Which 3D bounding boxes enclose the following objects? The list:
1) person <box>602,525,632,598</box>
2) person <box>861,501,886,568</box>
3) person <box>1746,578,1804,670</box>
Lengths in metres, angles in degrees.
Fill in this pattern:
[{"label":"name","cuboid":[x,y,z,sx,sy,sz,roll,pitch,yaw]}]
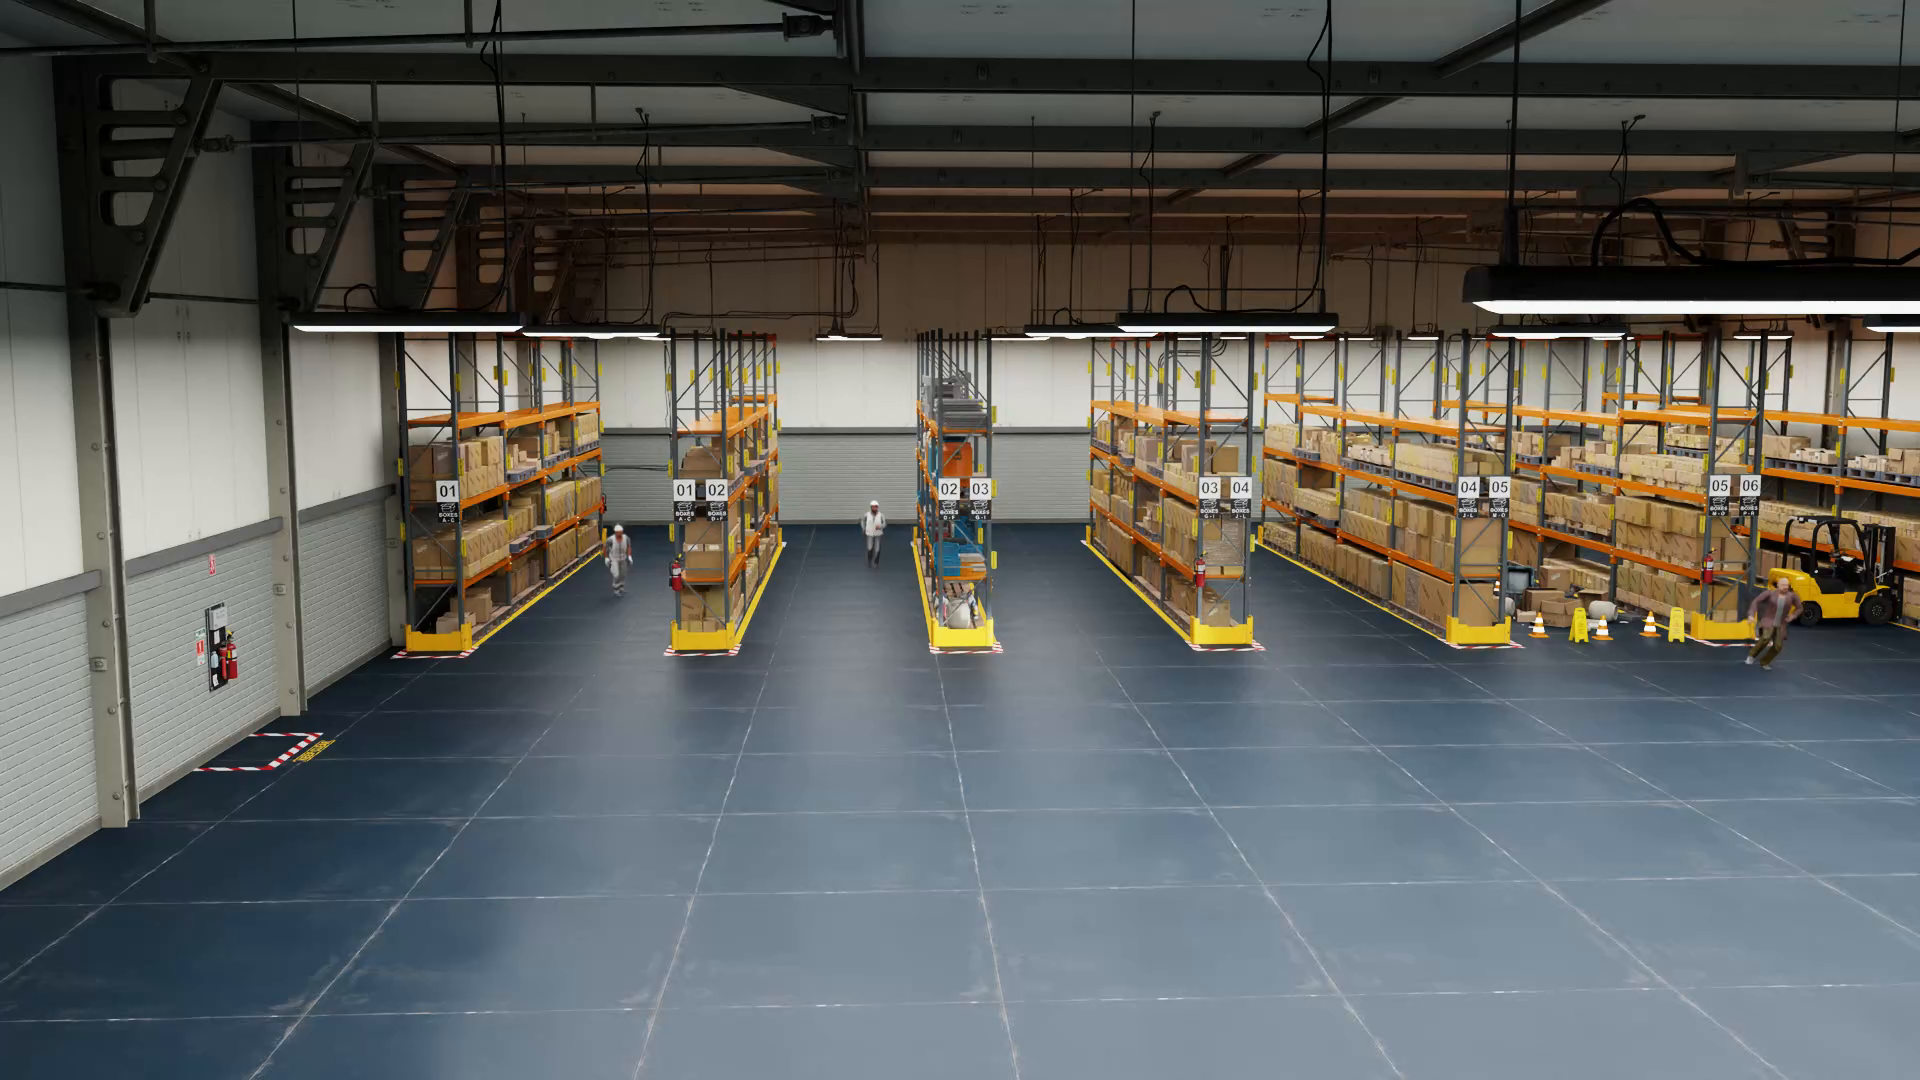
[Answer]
[{"label":"person","cuboid":[-7.762,0.453,37.650,0.687,1.665,0.839,-5,8,-36]},{"label":"person","cuboid":[-2.195,-0.131,42.226,0.646,1.734,0.648,0,7,-3]},{"label":"person","cuboid":[14.321,1.496,29.252,0.922,1.696,0.632,1,7,4]}]
